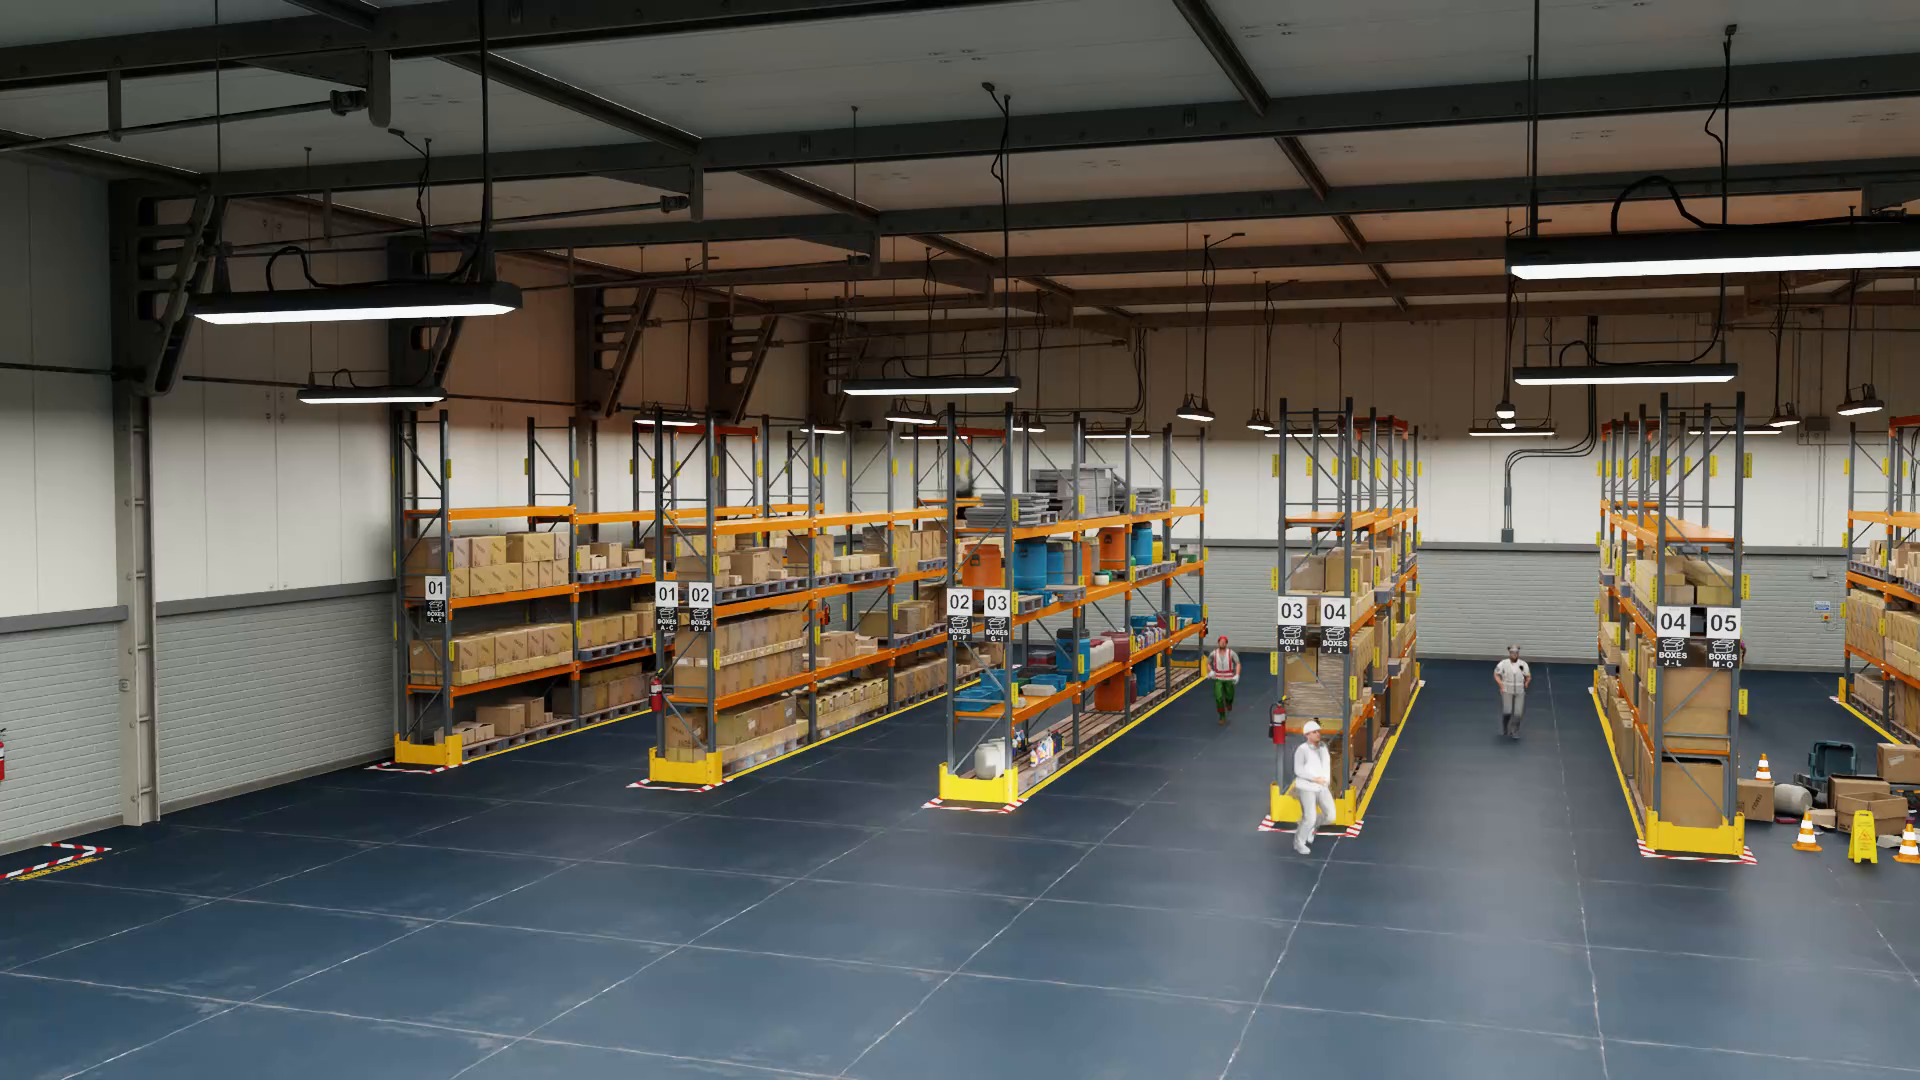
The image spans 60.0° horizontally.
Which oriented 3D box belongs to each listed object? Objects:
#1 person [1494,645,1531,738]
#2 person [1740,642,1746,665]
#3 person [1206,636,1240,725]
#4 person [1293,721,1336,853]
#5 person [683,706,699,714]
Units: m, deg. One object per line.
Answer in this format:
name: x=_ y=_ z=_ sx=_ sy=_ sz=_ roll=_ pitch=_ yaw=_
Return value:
person: x=10.255 y=2.806 z=30.808 sx=0.656 sy=1.733 sz=0.610 roll=0 pitch=2 yaw=10
person: x=16.059 y=2.593 z=34.891 sx=0.705 sy=1.765 sz=0.961 roll=1 pitch=3 yaw=13
person: x=5.182 y=2.743 z=32.761 sx=0.676 sy=1.724 sz=0.675 roll=0 pitch=2 yaw=7
person: x=4.622 y=3.210 z=21.570 sx=0.693 sy=1.728 sz=0.670 roll=-1 pitch=3 yaw=-29
person: x=-5.042 y=2.818 z=31.444 sx=0.537 sy=1.741 sz=0.827 roll=0 pitch=2 yaw=1
